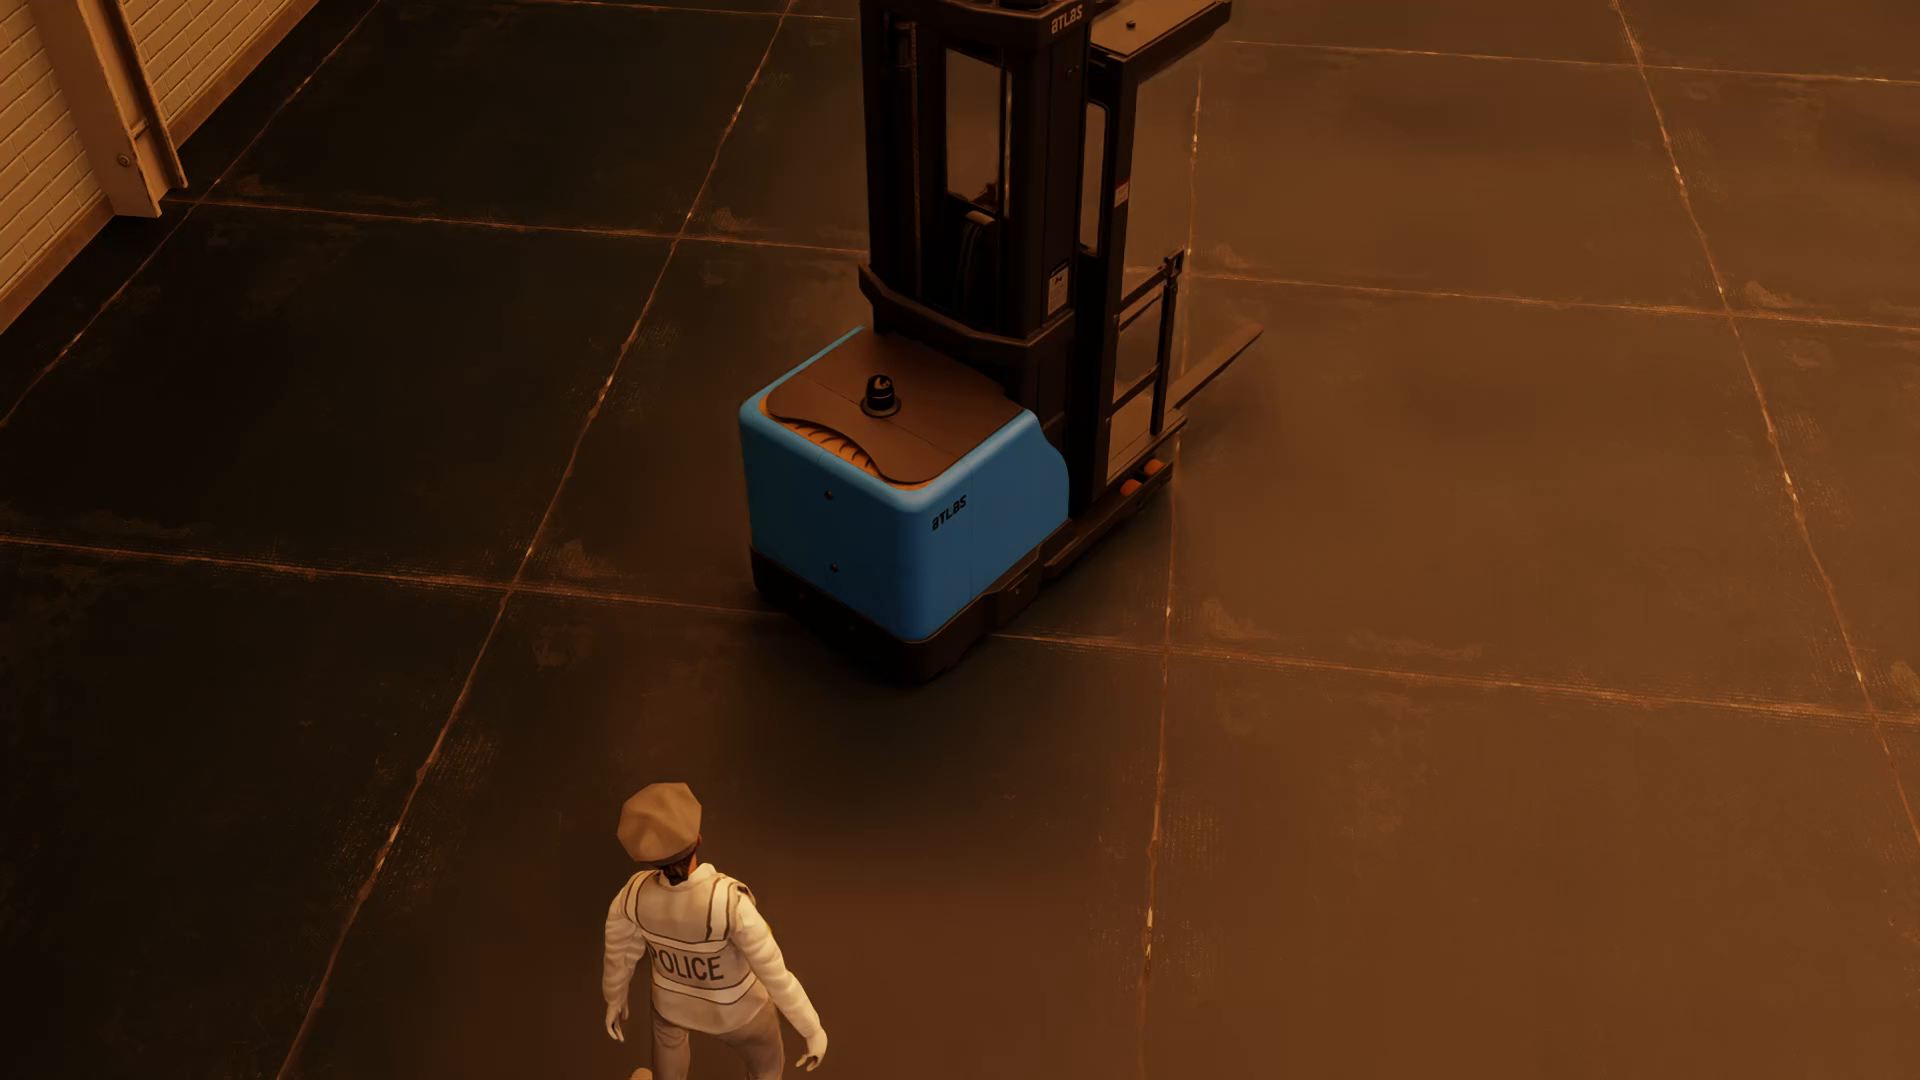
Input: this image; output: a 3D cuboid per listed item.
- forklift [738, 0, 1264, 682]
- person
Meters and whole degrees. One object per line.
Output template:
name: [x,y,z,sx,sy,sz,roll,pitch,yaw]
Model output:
forklift: [0.384,-1.403,7.252,1.130,2.935,3.031,29,50,28]
person: [-0.786,1.446,5.160,0.811,1.646,0.431,12,44,13]
